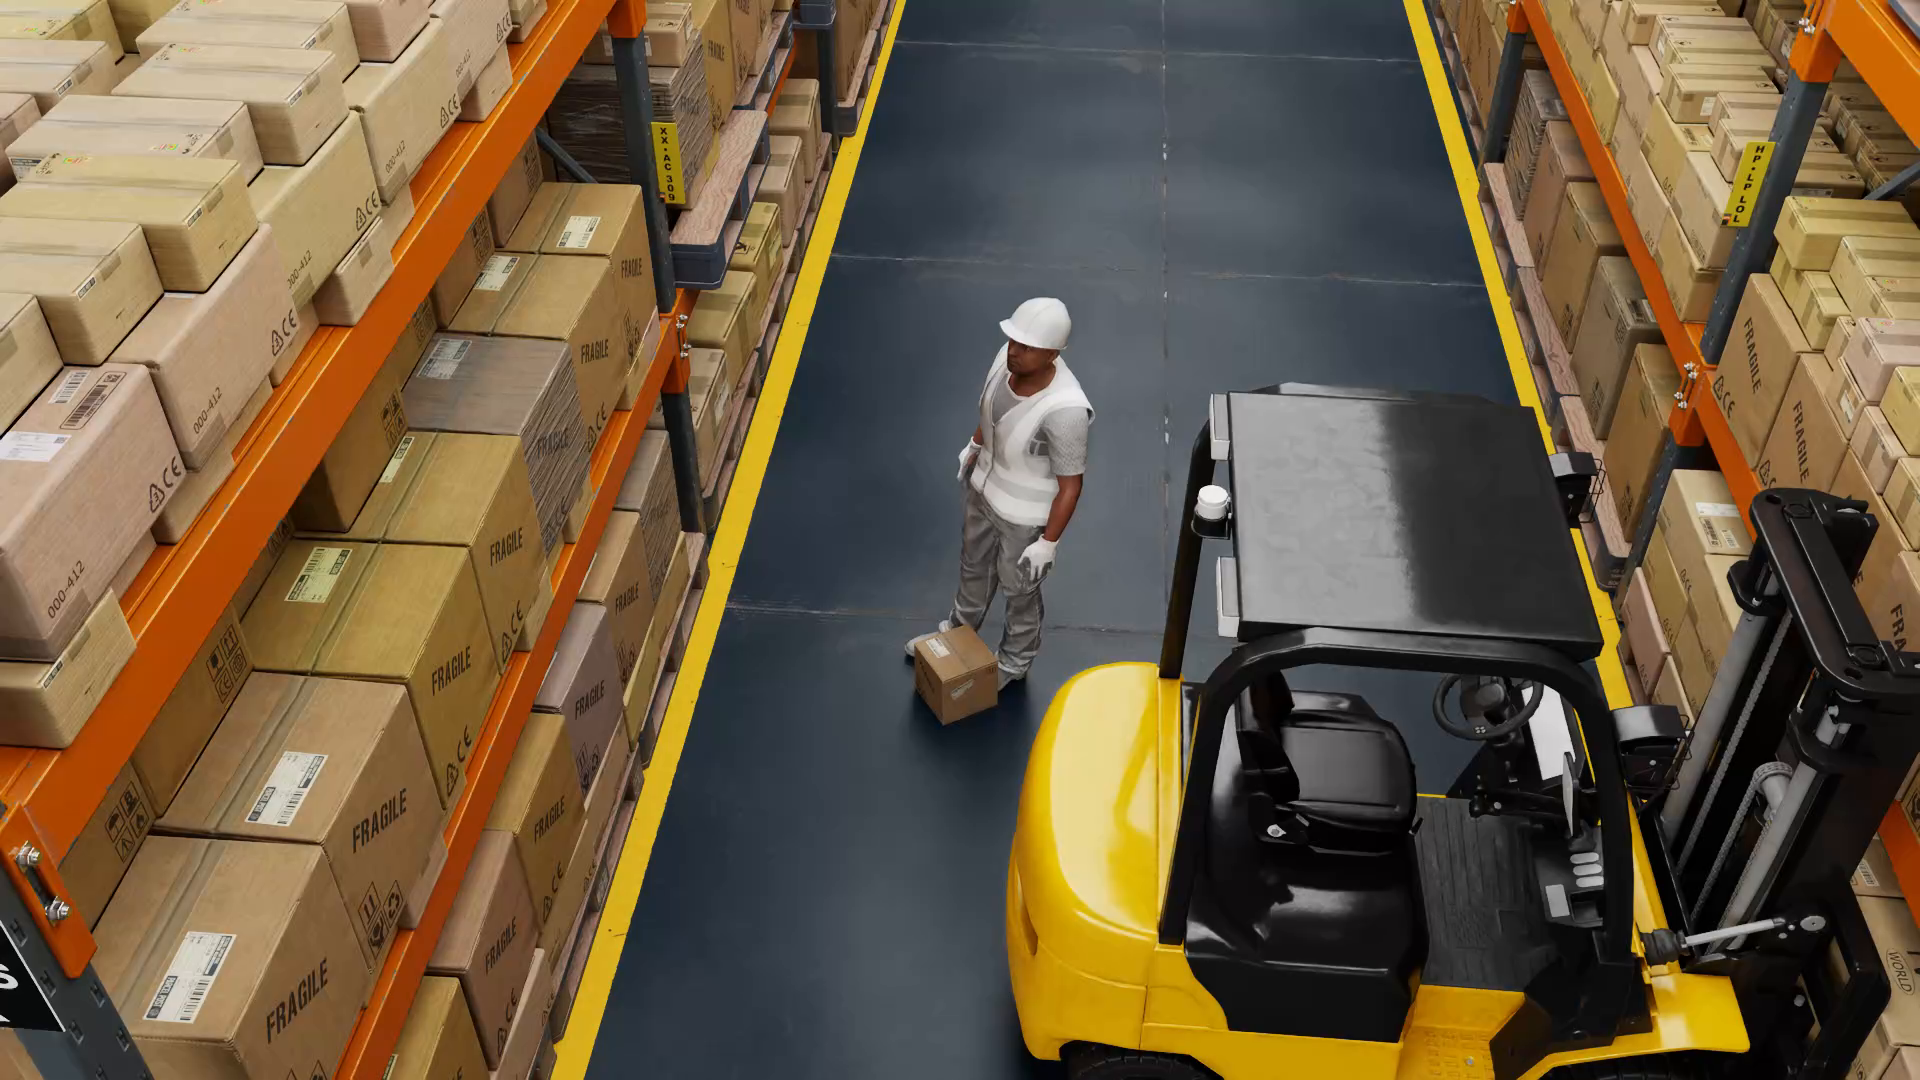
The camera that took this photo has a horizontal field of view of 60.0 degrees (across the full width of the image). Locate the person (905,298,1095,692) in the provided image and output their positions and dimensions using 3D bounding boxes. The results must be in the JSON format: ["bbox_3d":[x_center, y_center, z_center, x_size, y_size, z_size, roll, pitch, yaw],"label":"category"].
[{"bbox_3d":[0.147,-0.130,6.287,0.578,1.776,0.656,-18,43,-20],"label":"person"}]
